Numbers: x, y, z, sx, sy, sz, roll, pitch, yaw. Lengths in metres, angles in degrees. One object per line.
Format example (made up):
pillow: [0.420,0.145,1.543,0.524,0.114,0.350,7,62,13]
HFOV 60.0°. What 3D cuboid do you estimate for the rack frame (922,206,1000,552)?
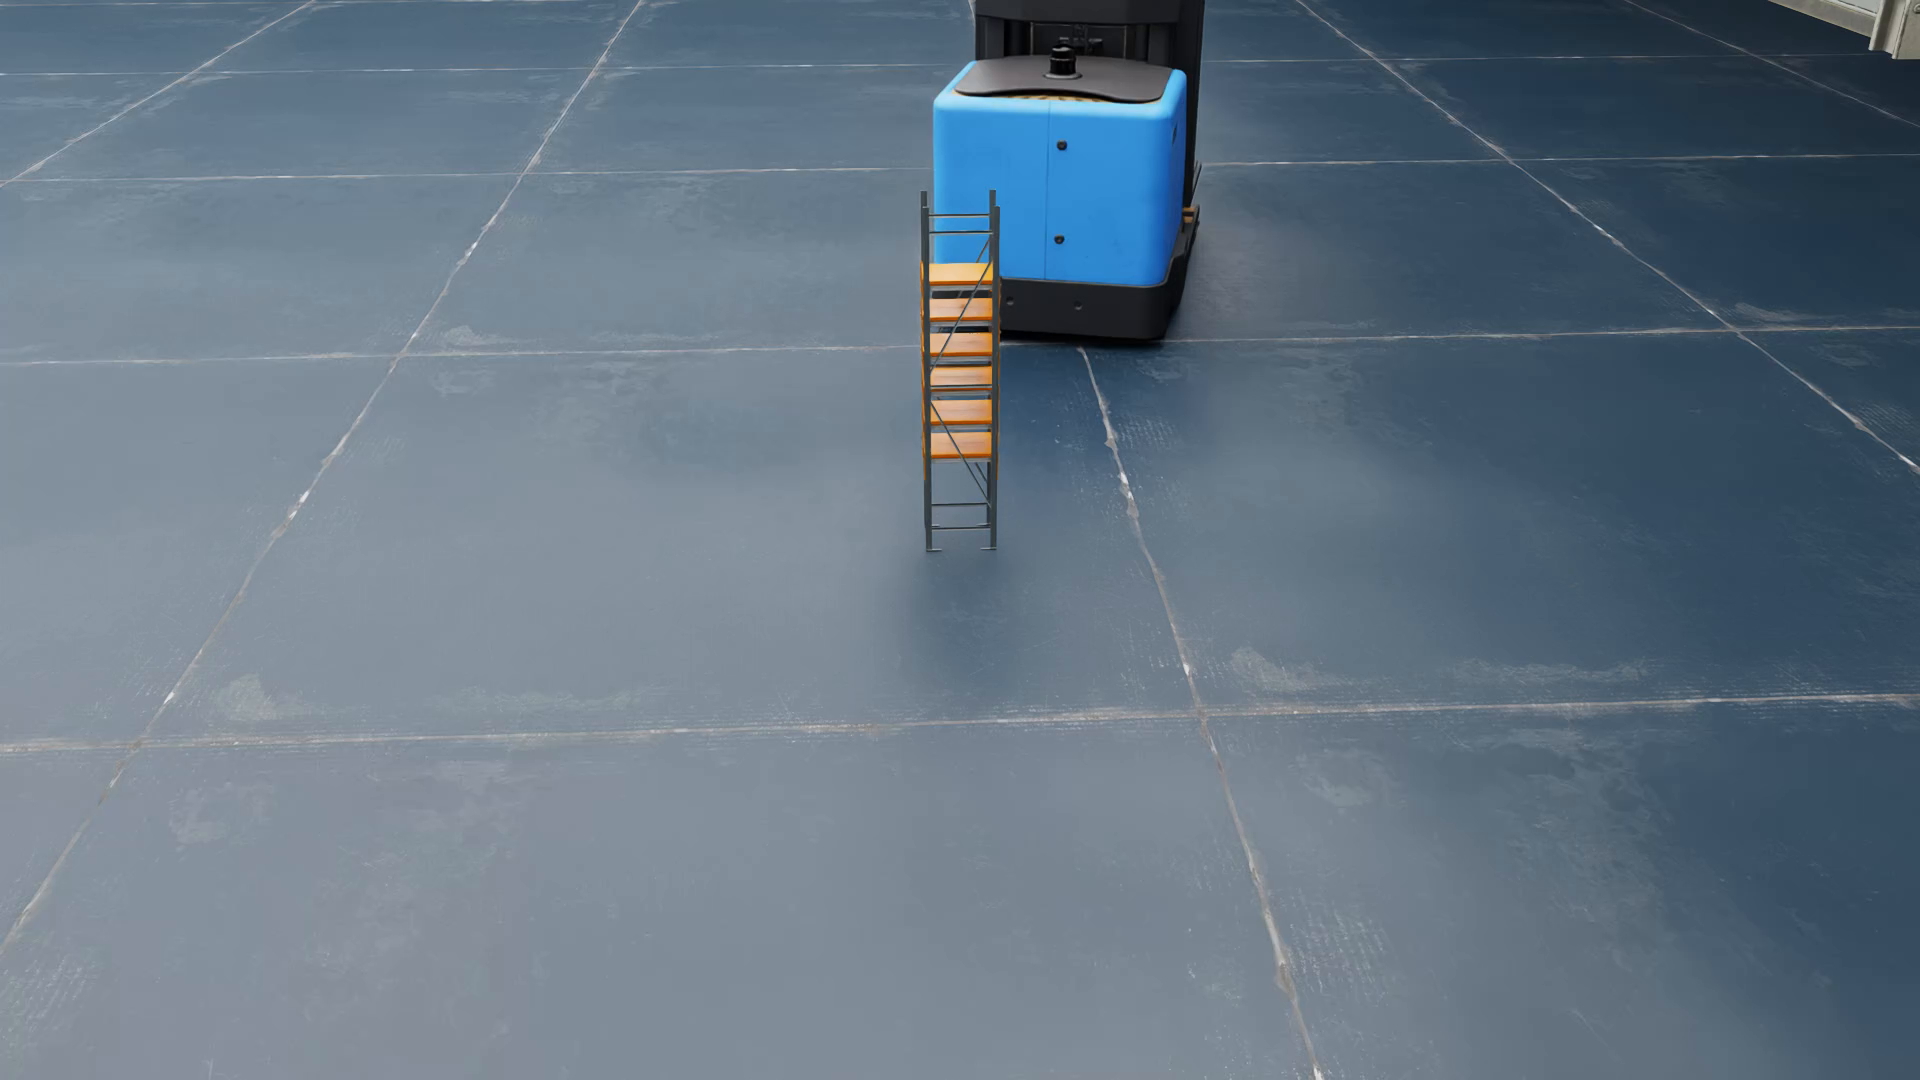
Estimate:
rack frame: [0.004,-0.496,5.404,0.240,1.200,0.006,-1,28,-3]

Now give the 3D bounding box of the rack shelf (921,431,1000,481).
rack shelf: [-0.001,-0.286,5.617,0.258,0.103,0.180,-1,28,-3]

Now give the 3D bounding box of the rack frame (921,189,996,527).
rack frame: [-0.006,-0.581,5.566,0.240,1.200,0.006,-1,28,-3]

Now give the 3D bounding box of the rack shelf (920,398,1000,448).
rack shelf: [-0.001,-0.393,5.561,0.258,0.103,0.180,-1,28,-3]

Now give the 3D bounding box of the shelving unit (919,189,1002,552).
shelving unit: [-0.001,-0.539,5.485,0.258,1.200,0.189,-1,28,-3]

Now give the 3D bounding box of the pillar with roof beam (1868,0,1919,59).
pillar with roof beam: [3.102,-7.712,10.805,9.100,9.000,0.400,-1,28,-3]

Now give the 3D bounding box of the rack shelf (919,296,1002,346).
rack shelf: [-0.001,-0.712,5.395,0.258,0.103,0.180,-1,28,-3]

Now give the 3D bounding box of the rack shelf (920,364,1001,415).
rack shelf: [-0.001,-0.499,5.506,0.258,0.103,0.180,-1,28,-3]

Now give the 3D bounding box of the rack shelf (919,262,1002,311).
rack shelf: [-0.001,-0.818,5.339,0.258,0.103,0.180,-1,28,-3]

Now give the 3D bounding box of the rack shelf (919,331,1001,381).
rack shelf: [-0.001,-0.606,5.450,0.258,0.103,0.180,-1,28,-3]

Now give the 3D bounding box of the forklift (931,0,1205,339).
forklift: [0.663,-2.840,8.026,1.130,2.935,3.031,5,28,10]
